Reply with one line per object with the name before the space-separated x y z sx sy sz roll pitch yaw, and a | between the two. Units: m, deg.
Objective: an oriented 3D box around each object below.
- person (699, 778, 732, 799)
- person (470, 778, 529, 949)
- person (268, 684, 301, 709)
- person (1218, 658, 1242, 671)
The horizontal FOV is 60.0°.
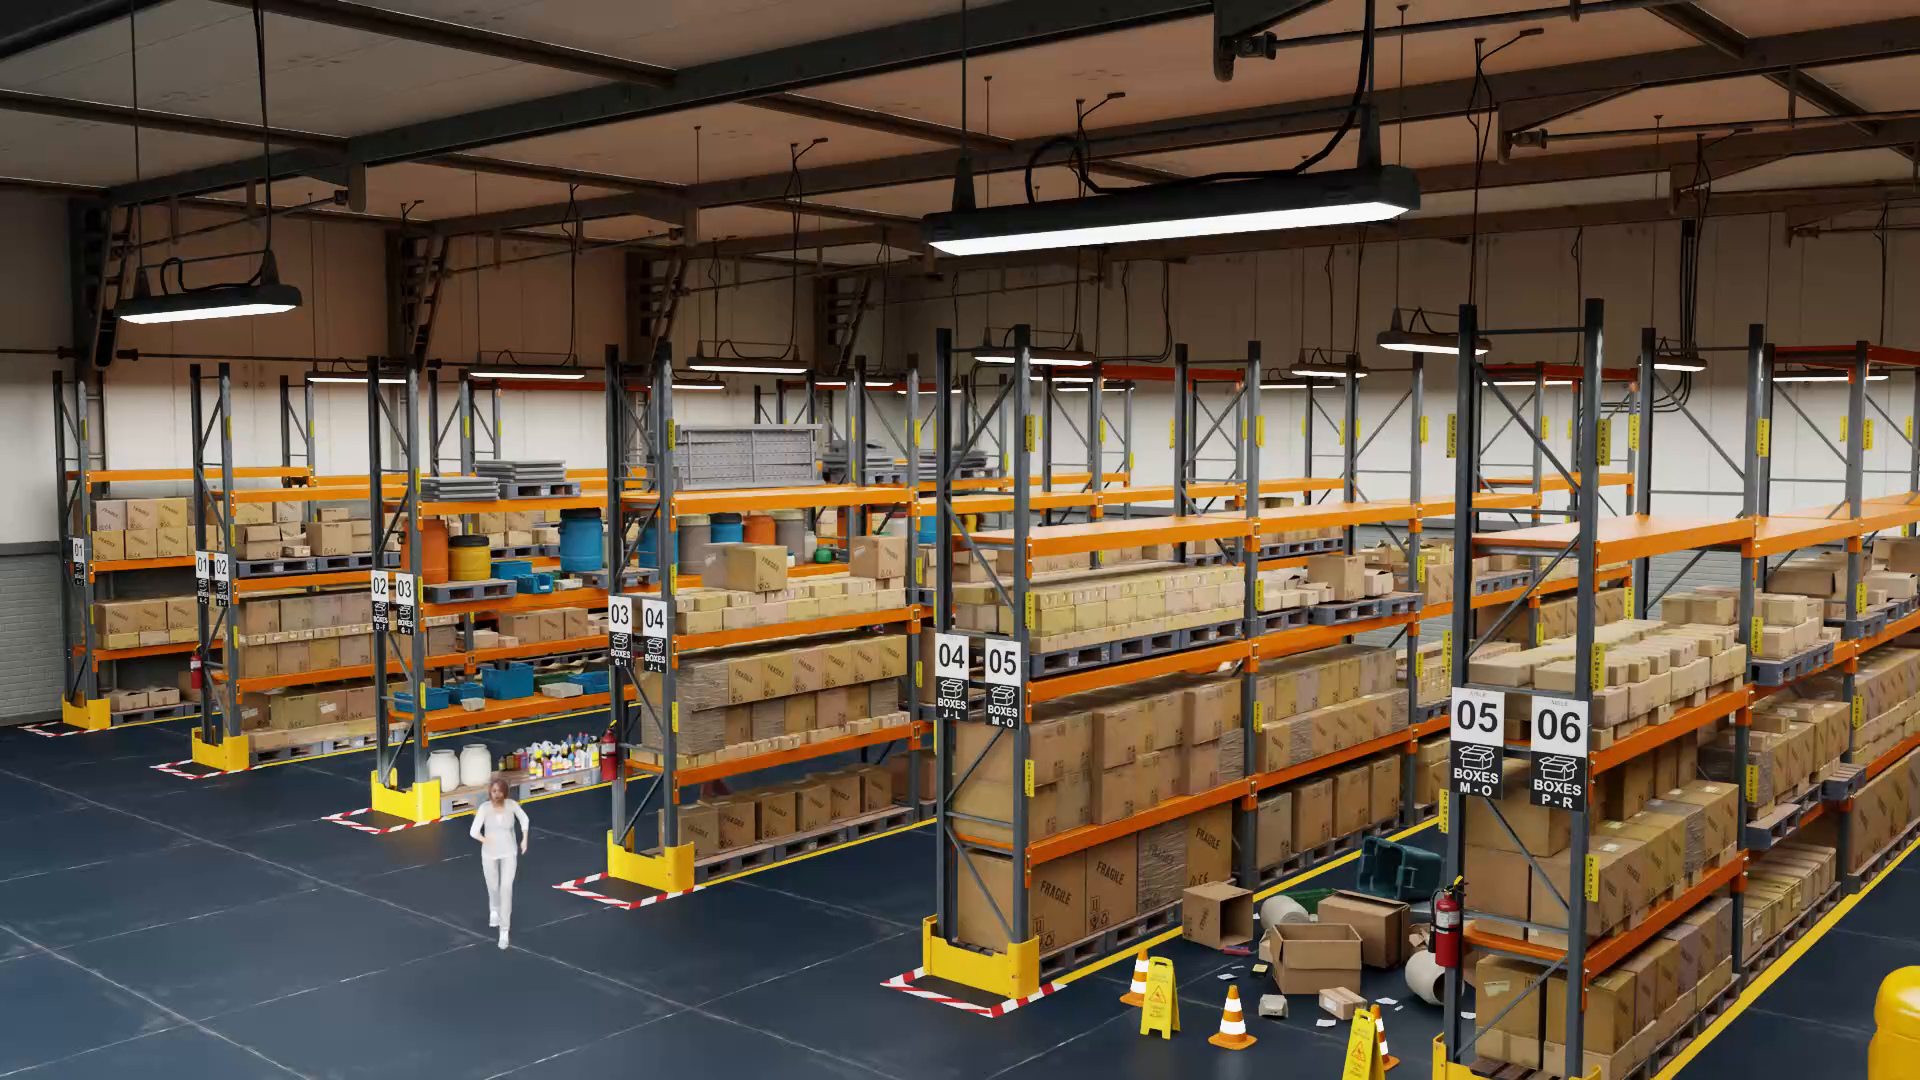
person | -3.196 2.772 21.413 0.576 1.721 0.831 3 5 37
person | -4.584 3.167 16.583 0.561 1.624 0.777 -1 4 -12
person | -11.073 2.326 27.363 0.635 1.828 0.749 3 5 36
person | 4.130 2.459 25.144 0.692 1.739 0.686 3 5 39
